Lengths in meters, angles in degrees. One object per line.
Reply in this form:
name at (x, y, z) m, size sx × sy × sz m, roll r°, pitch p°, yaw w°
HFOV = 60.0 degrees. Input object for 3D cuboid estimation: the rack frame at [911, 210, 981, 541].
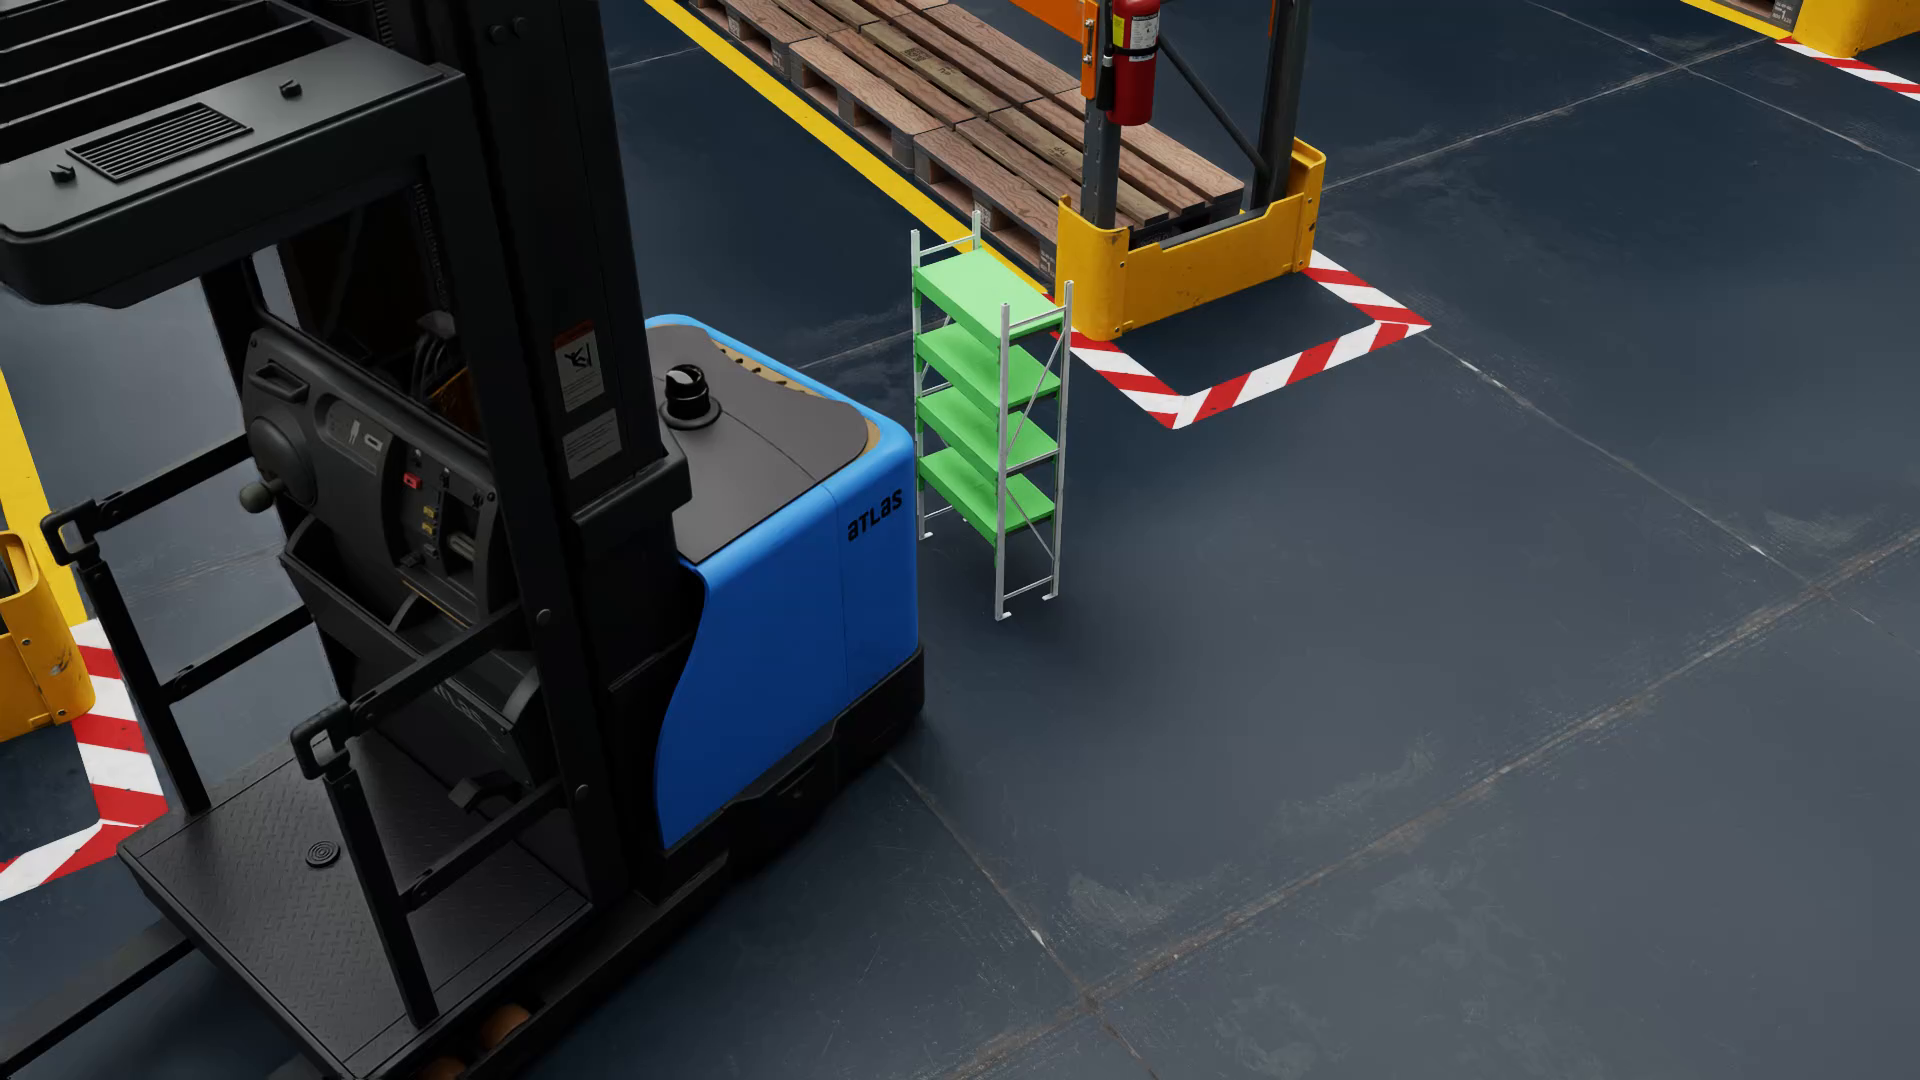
rack frame at (-0.042, -0.503, 5.417) m, size 0.240 × 1.200 × 0.015 m, roll -22°, pitch 45°, yaw -24°

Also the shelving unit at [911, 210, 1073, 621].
shelving unit at (0.089, -0.372, 5.259) m, size 0.258 × 1.200 × 0.503 m, roll -22°, pitch 45°, yaw -24°

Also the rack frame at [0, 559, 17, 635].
rack frame at (-3.249, -0.534, 4.047) m, size 1.000 × 3.000 × 0.127 m, roll -22°, pitch 45°, yaw -24°

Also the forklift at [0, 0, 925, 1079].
forklift at (-1.445, -0.074, 3.549) m, size 1.130 × 2.935 × 3.031 m, roll 29°, pitch 48°, yaw 30°

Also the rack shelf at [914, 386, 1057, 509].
rack shelf at (0.089, -0.323, 5.300) m, size 0.258 × 0.148 × 0.480 m, roll -22°, pitch 45°, yaw -24°

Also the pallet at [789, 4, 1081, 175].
pallet at (-0.135, -2.284, 8.325) m, size 1.003 × 0.211 × 1.213 m, roll -22°, pitch 45°, yaw -24°

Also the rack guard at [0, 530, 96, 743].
rack guard at (-3.236, 0.440, 4.832) m, size 1.175 × 0.500 × 0.348 m, roll -22°, pitch 45°, yaw -24°

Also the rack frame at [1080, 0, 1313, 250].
rack frame at (0.927, -2.238, 6.093) m, size 1.000 × 3.000 × 0.127 m, roll -22°, pitch 45°, yaw -24°

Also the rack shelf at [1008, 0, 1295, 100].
rack shelf at (-0.148, -3.042, 7.619) m, size 1.077 × 0.370 × 4.000 m, roll -22°, pitch 45°, yaw -24°

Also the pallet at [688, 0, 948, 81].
pallet at (-0.795, -2.943, 9.117) m, size 1.003 × 0.211 × 1.213 m, roll -22°, pitch 45°, yaw -24°

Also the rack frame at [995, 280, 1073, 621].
rack frame at (0.220, -0.240, 5.101) m, size 0.240 × 1.200 × 0.015 m, roll -22°, pitch 45°, yaw -24°

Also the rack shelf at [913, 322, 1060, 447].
rack shelf at (0.089, -0.507, 5.146) m, size 0.258 × 0.148 × 0.480 m, roll -22°, pitch 45°, yaw -24°

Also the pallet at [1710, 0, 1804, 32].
pallet at (4.635, -3.341, 9.595) m, size 1.003 × 0.211 × 1.213 m, roll -22°, pitch 45°, yaw -24°

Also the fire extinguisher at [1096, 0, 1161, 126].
fire extinguisher at (0.625, -1.828, 5.952) m, size 0.296 × 0.674 × 0.183 m, roll -22°, pitch 45°, yaw -24°

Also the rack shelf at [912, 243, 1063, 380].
rack shelf at (0.089, -0.691, 4.992) m, size 0.258 × 0.148 × 0.480 m, roll -22°, pitch 45°, yaw -24°

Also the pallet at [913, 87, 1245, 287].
pallet at (0.517, -1.626, 7.536) m, size 1.003 × 0.211 × 1.213 m, roll -22°, pitch 45°, yaw -24°

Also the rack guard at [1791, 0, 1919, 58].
rack guard at (5.065, -3.022, 8.986) m, size 1.175 × 0.500 × 0.348 m, roll -22°, pitch 45°, yaw -24°

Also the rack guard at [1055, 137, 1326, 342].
rack guard at (0.951, -1.270, 6.883) m, size 1.175 × 0.500 × 0.348 m, roll -22°, pitch 45°, yaw -24°

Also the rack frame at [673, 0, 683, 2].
rack frame at (-1.224, -4.397, 8.684) m, size 1.000 × 3.000 × 0.127 m, roll -22°, pitch 45°, yaw -24°

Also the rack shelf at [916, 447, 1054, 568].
rack shelf at (0.089, -0.138, 5.453) m, size 0.258 × 0.148 × 0.480 m, roll -22°, pitch 45°, yaw -24°
